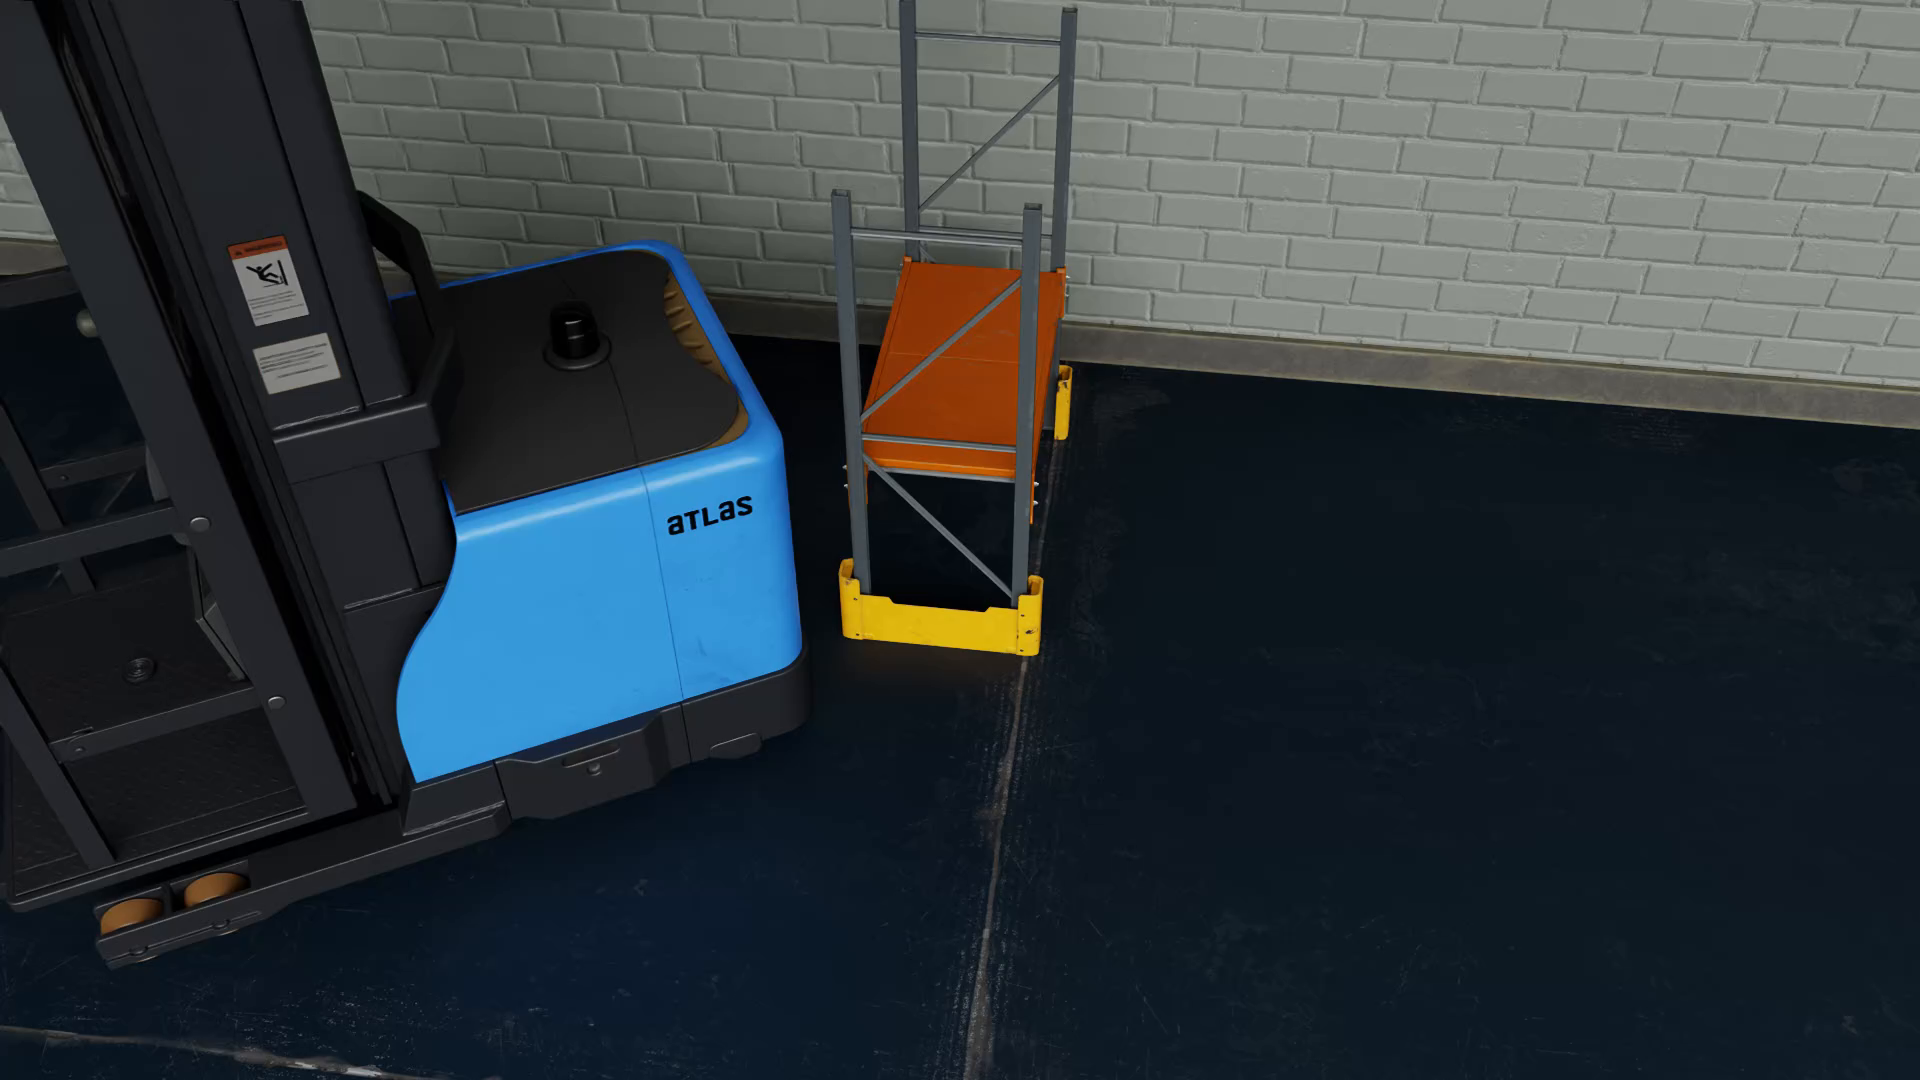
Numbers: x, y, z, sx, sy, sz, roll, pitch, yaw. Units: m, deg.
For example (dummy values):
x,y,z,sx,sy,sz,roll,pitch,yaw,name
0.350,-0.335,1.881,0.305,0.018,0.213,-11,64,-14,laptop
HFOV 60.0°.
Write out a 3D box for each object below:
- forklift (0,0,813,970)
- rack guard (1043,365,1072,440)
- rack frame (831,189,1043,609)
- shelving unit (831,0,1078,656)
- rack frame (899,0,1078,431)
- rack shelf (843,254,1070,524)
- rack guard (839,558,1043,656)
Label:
x,y,z,sx,sy,sz,roll,pitch,yaw,name
-1.977,-0.430,3.572,3.031,2.935,1.130,-16,46,-17,forklift
0.076,-0.482,5.577,0.587,0.250,0.087,5,44,6,rack guard
-0.056,-0.256,4.430,0.500,1.500,0.032,5,44,6,rack frame
0.010,-0.597,4.789,0.587,1.500,1.083,5,44,6,shelving unit
0.078,-0.949,5.162,0.500,1.500,0.032,5,44,6,rack frame
0.011,-0.472,4.919,0.538,0.185,1.000,5,44,6,rack shelf
-0.056,0.197,4.860,0.587,0.250,0.087,5,44,6,rack guard
